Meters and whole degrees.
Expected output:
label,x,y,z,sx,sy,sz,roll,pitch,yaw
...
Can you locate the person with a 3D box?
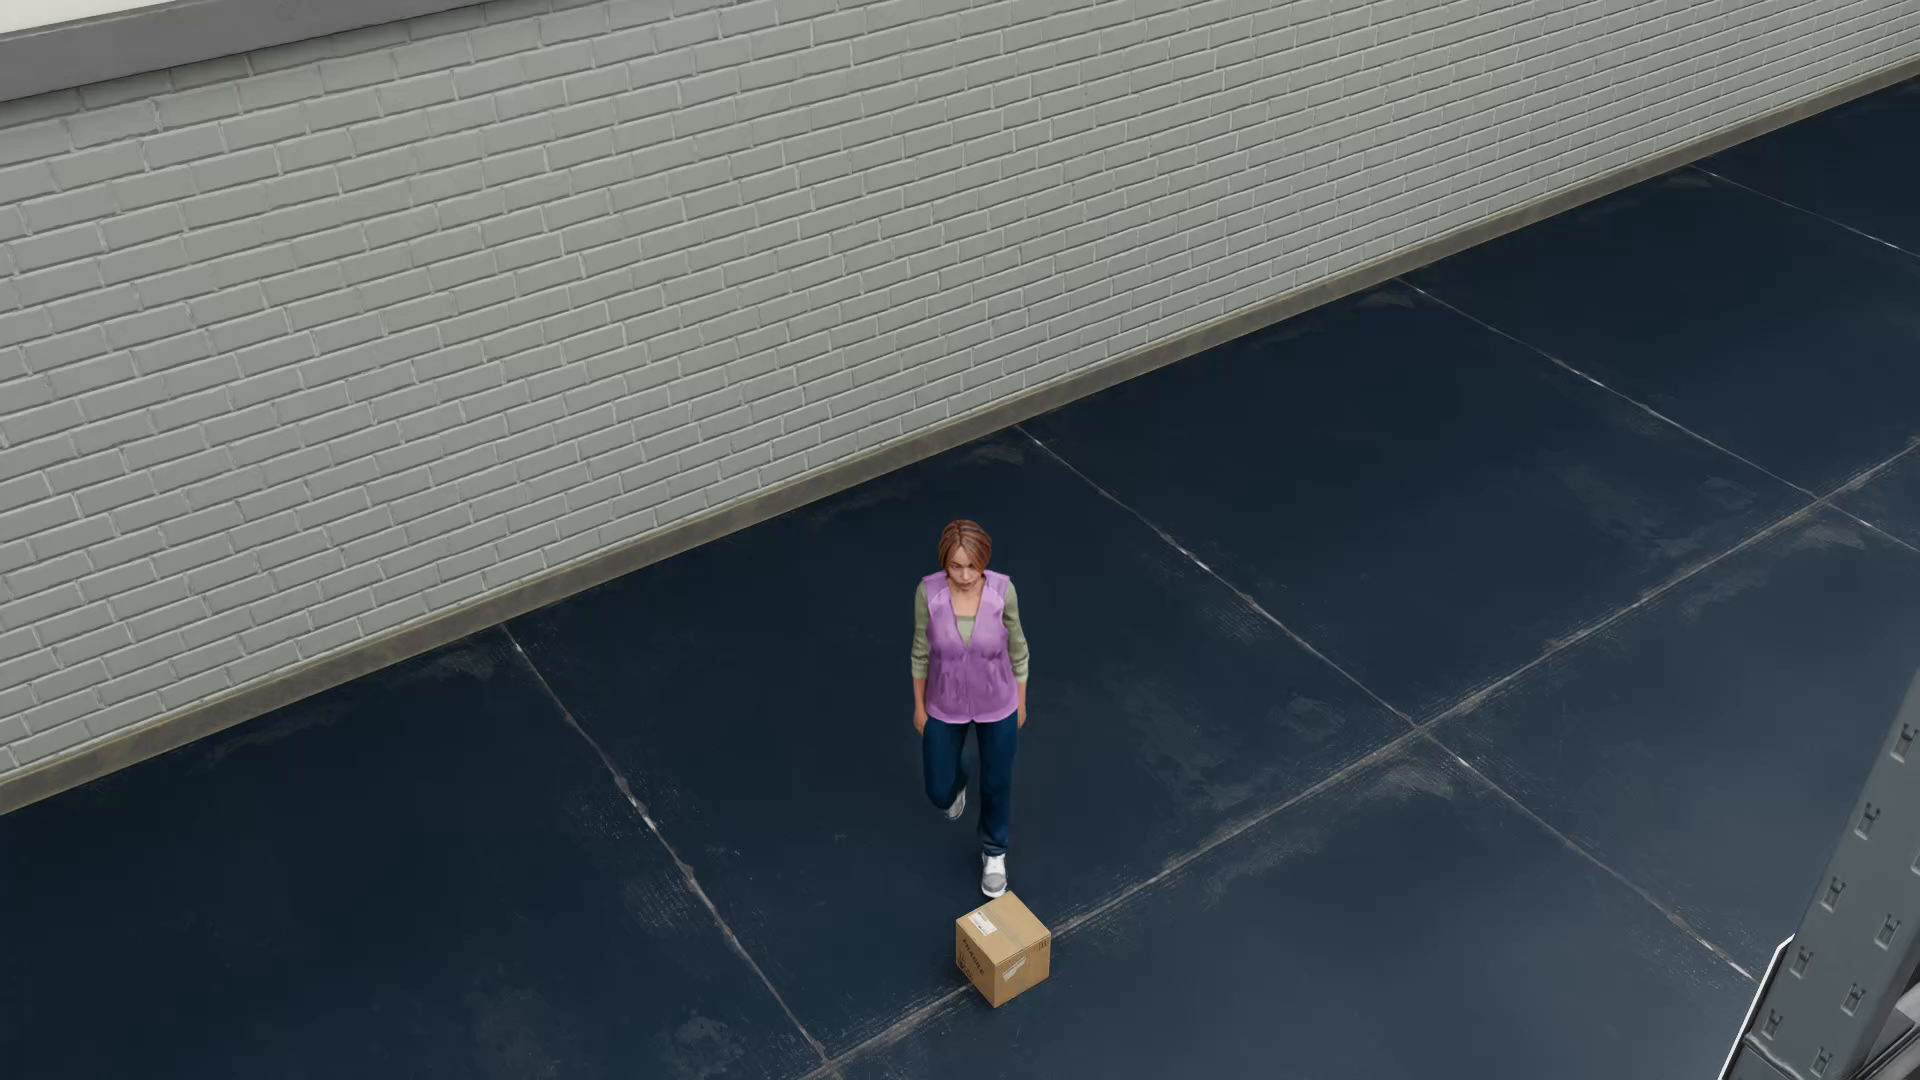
label,x,y,z,sx,sy,sz,roll,pitch,yaw
person,-3.132,2.421,2.435,6.763,3.183,8.693,0,37,0
